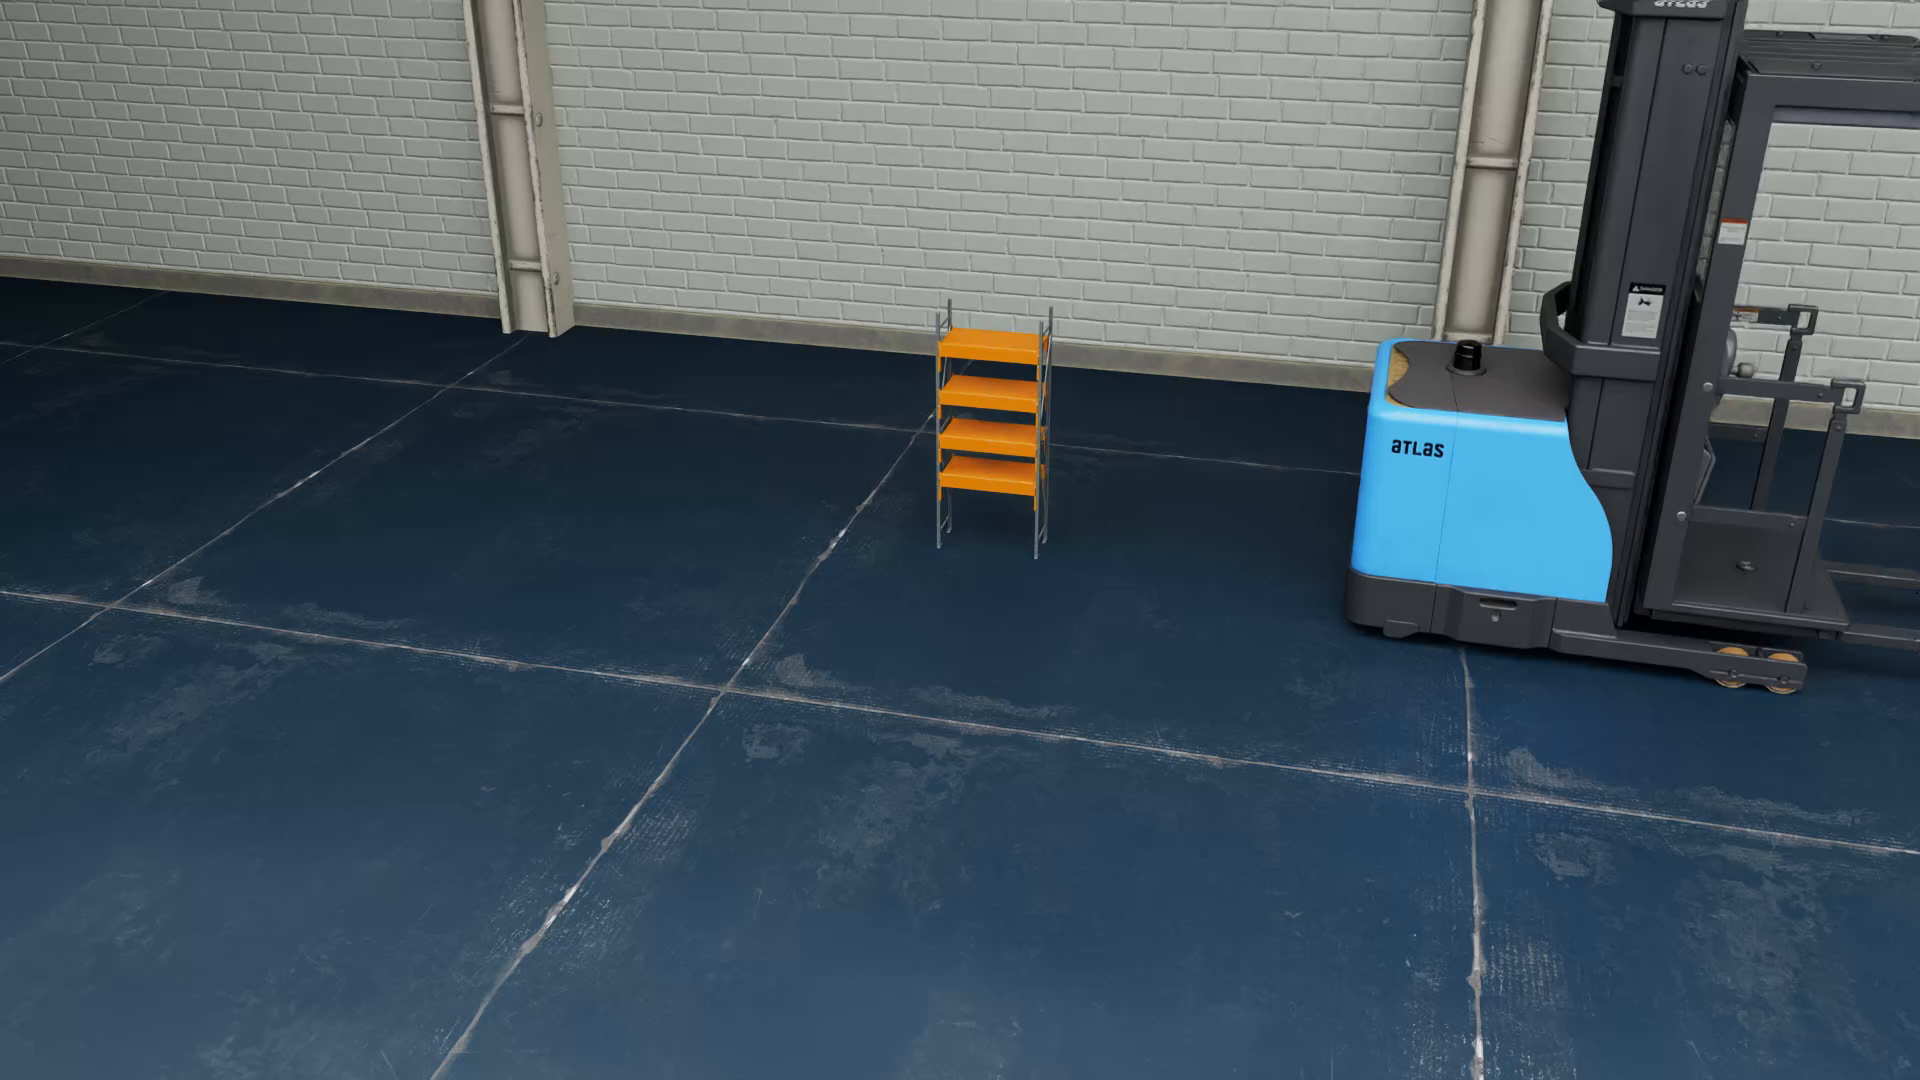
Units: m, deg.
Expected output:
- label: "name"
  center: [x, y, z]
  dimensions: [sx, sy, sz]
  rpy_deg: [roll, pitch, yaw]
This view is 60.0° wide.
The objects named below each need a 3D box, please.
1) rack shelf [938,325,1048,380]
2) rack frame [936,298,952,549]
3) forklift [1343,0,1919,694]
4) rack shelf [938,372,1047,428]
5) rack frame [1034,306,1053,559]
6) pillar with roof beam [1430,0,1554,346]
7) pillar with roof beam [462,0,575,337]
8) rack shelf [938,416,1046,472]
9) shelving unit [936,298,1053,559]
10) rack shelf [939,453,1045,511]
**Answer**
- label: "rack shelf"
  center: [0.160, -0.879, 7.786]
  dimensions: [0.480, 0.148, 0.258]
  rpy_deg: [6, 26, 13]
- label: "rack frame"
  center: [-0.076, -0.550, 8.010]
  dimensions: [0.015, 1.200, 0.240]
  rpy_deg: [6, 26, 13]
- label: "forklift"
  center: [3.277, -0.938, 6.812]
  dimensions: [3.031, 2.935, 1.130]
  rpy_deg: [7, 26, 14]
- label: "rack shelf"
  center: [0.160, -0.665, 7.888]
  dimensions: [0.480, 0.148, 0.258]
  rpy_deg: [6, 26, 13]
- label: "rack frame"
  center: [0.397, -0.498, 7.900]
  dimensions: [0.015, 1.200, 0.240]
  rpy_deg: [6, 26, 13]
- label: "pillar with roof beam"
  center: [1.893, -3.064, 4.217]
  dimensions: [0.400, 9.000, 9.100]
  rpy_deg: [6, 26, 13]
- label: "pillar with roof beam"
  center: [-3.918, -3.706, 5.567]
  dimensions: [0.400, 9.000, 9.100]
  rpy_deg: [6, 26, 13]
- label: "rack shelf"
  center: [0.160, -0.463, 7.984]
  dimensions: [0.480, 0.148, 0.258]
  rpy_deg: [6, 26, 13]
- label: "shelving unit"
  center: [0.160, -0.524, 7.955]
  dimensions: [0.503, 1.200, 0.258]
  rpy_deg: [6, 26, 13]
- label: "rack shelf"
  center: [0.160, -0.284, 8.069]
  dimensions: [0.480, 0.148, 0.258]
  rpy_deg: [6, 26, 13]
